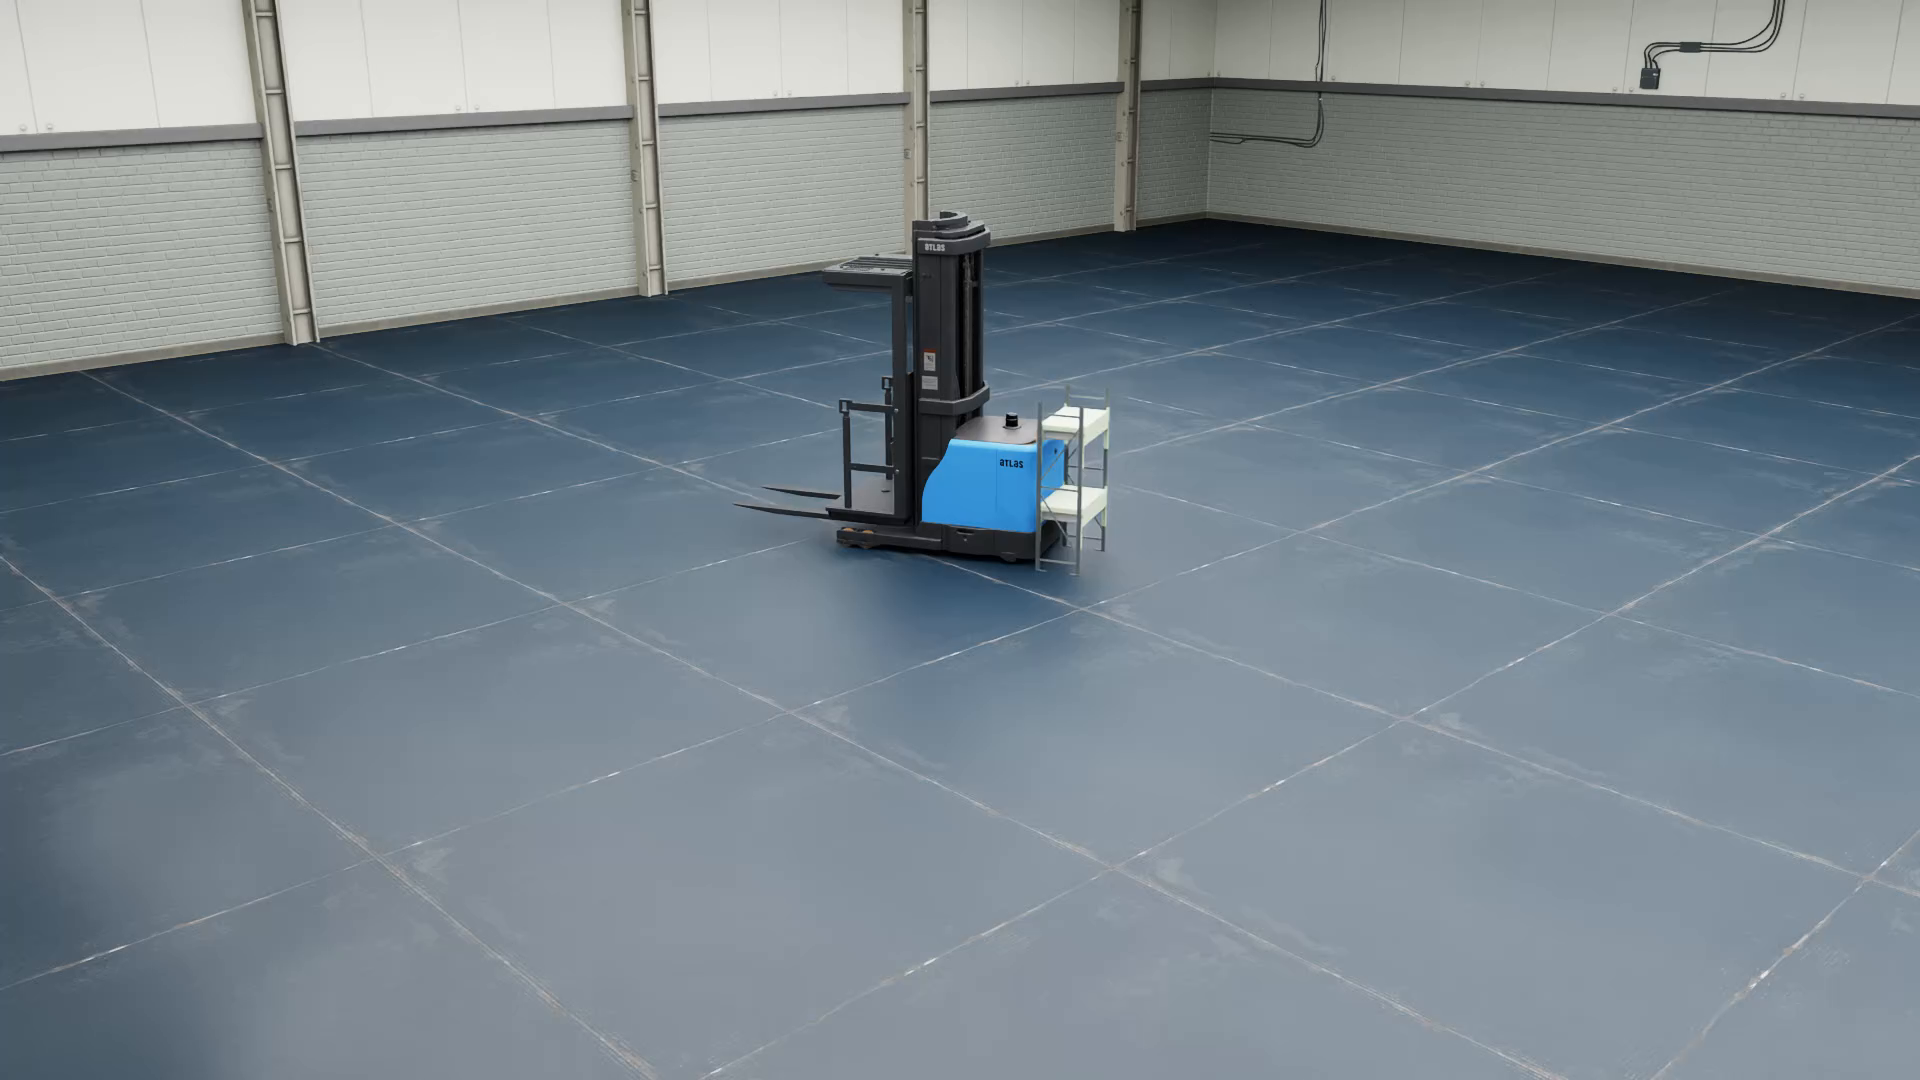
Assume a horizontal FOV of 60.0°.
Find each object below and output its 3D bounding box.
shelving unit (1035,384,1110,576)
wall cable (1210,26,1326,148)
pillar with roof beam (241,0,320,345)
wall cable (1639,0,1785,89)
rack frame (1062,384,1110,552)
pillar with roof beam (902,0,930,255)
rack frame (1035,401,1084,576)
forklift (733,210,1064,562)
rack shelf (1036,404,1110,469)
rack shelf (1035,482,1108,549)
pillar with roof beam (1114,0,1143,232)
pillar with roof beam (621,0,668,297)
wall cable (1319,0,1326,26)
[{"bbox_3d":[0.981,-0.531,14.457,0.431,1.500,0.755,7,19,21],"label":"shelving unit"},{"bbox_3d":[6.598,-9.815,35.966,0.112,2.526,3.097,-16,24,-41],"label":"wall cable"},{"bbox_3d":[-6.573,-6.185,19.736,0.400,9.000,9.100,-16,24,-41],"label":"pillar with roof beam"},{"bbox_3d":[13.108,-10.779,28.390,0.169,6.003,2.305,-16,24,-41],"label":"wall cable"},{"bbox_3d":[1.118,-0.636,14.780,0.400,1.500,0.023,7,19,21],"label":"rack frame"},{"bbox_3d":[2.146,-8.728,27.578,0.400,9.000,9.100,-16,24,-41],"label":"pillar with roof beam"},{"bbox_3d":[0.843,-0.427,14.134,0.400,1.500,0.023,7,19,21],"label":"rack frame"},{"bbox_3d":[-0.591,-1.460,15.000,3.031,2.935,1.130,6,19,19],"label":"forklift"},{"bbox_3d":[0.981,-0.903,14.336,0.431,0.370,0.720,7,19,21],"label":"rack shelf"},{"bbox_3d":[0.980,-0.221,14.557,0.431,0.370,0.720,7,19,21],"label":"rack shelf"},{"bbox_3d":[6.506,-9.999,31.500,0.400,9.000,9.100,-16,24,-41],"label":"pillar with roof beam"},{"bbox_3d":[-2.213,-7.456,23.657,0.400,9.000,9.100,-16,24,-41],"label":"pillar with roof beam"},{"bbox_3d":[8.456,-11.611,33.317,0.112,2.526,3.097,-16,24,-41],"label":"wall cable"}]
